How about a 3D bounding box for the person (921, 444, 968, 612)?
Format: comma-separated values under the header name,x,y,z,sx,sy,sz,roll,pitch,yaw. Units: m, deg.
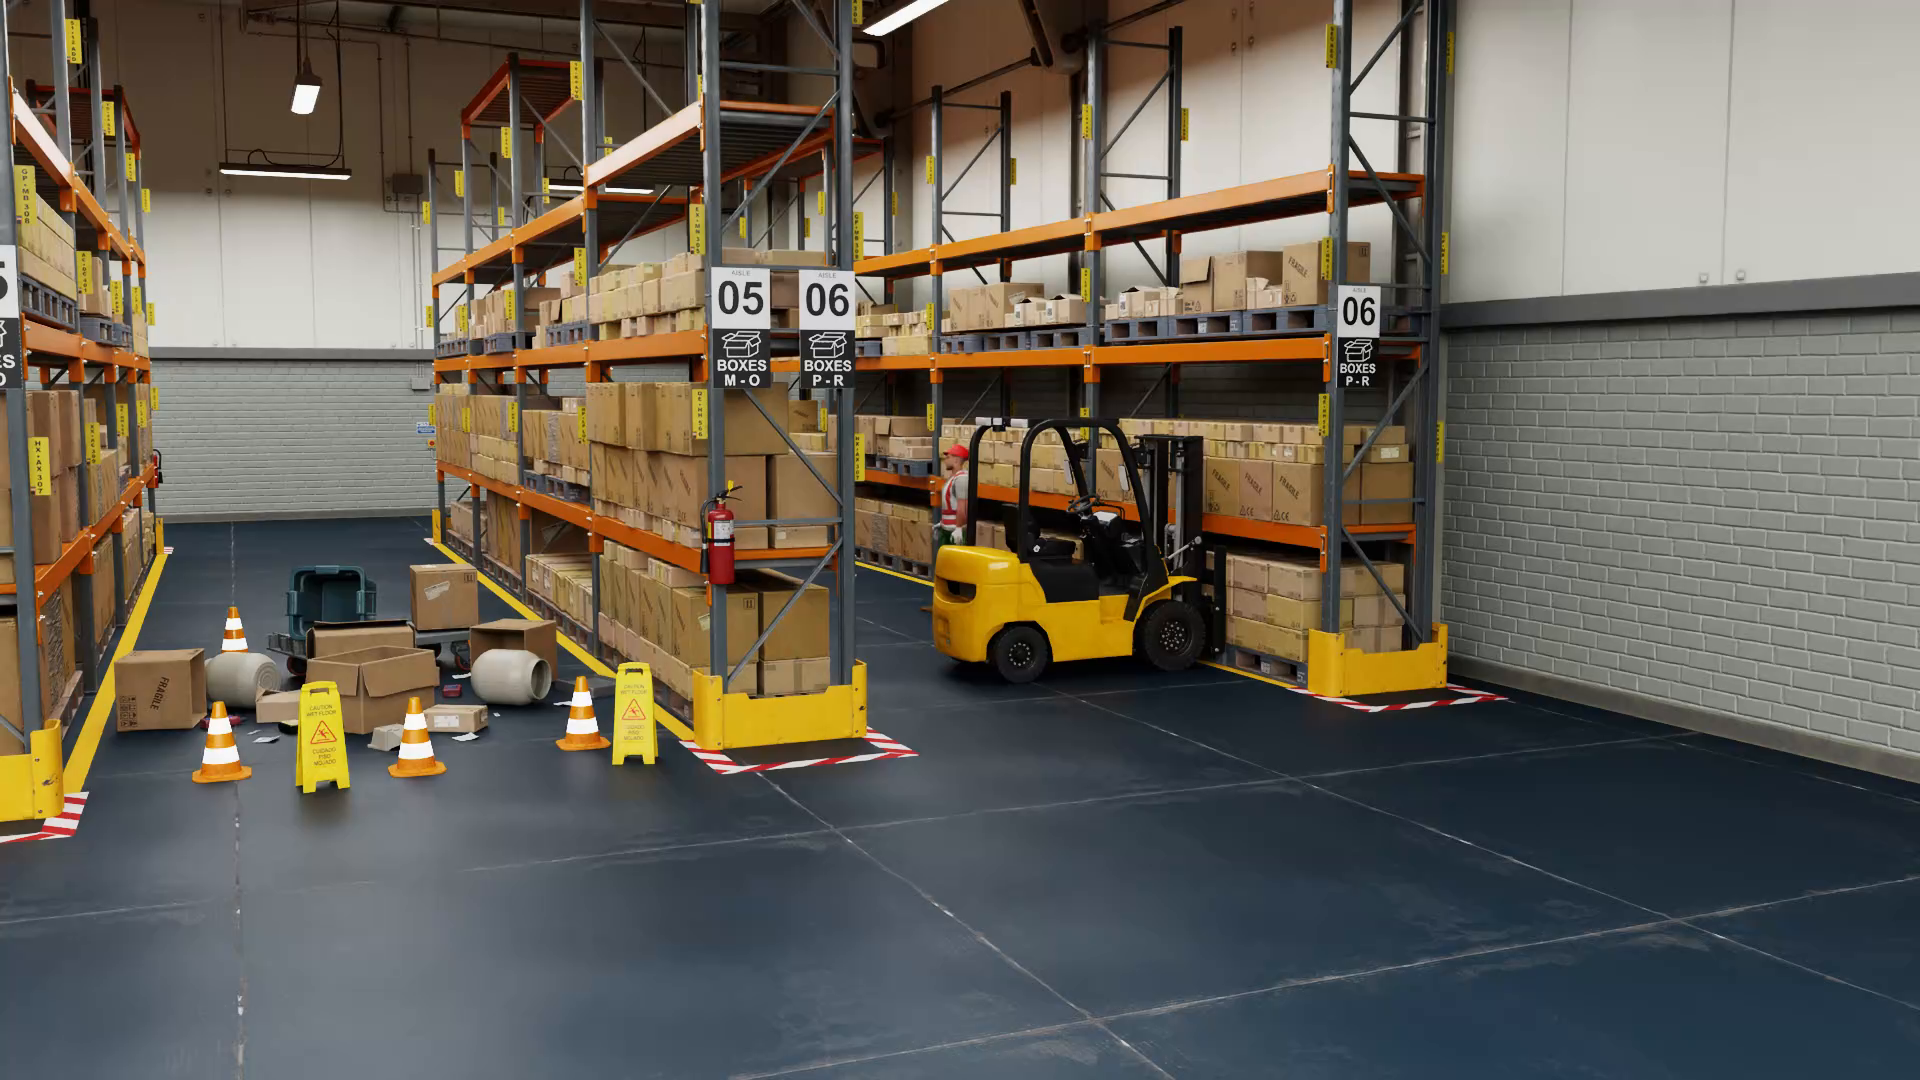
name,x,y,z,sx,sy,sz,roll,pitch,yaw
person,-0.131,-0.098,17.344,0.531,1.791,0.582,-1,6,-16
